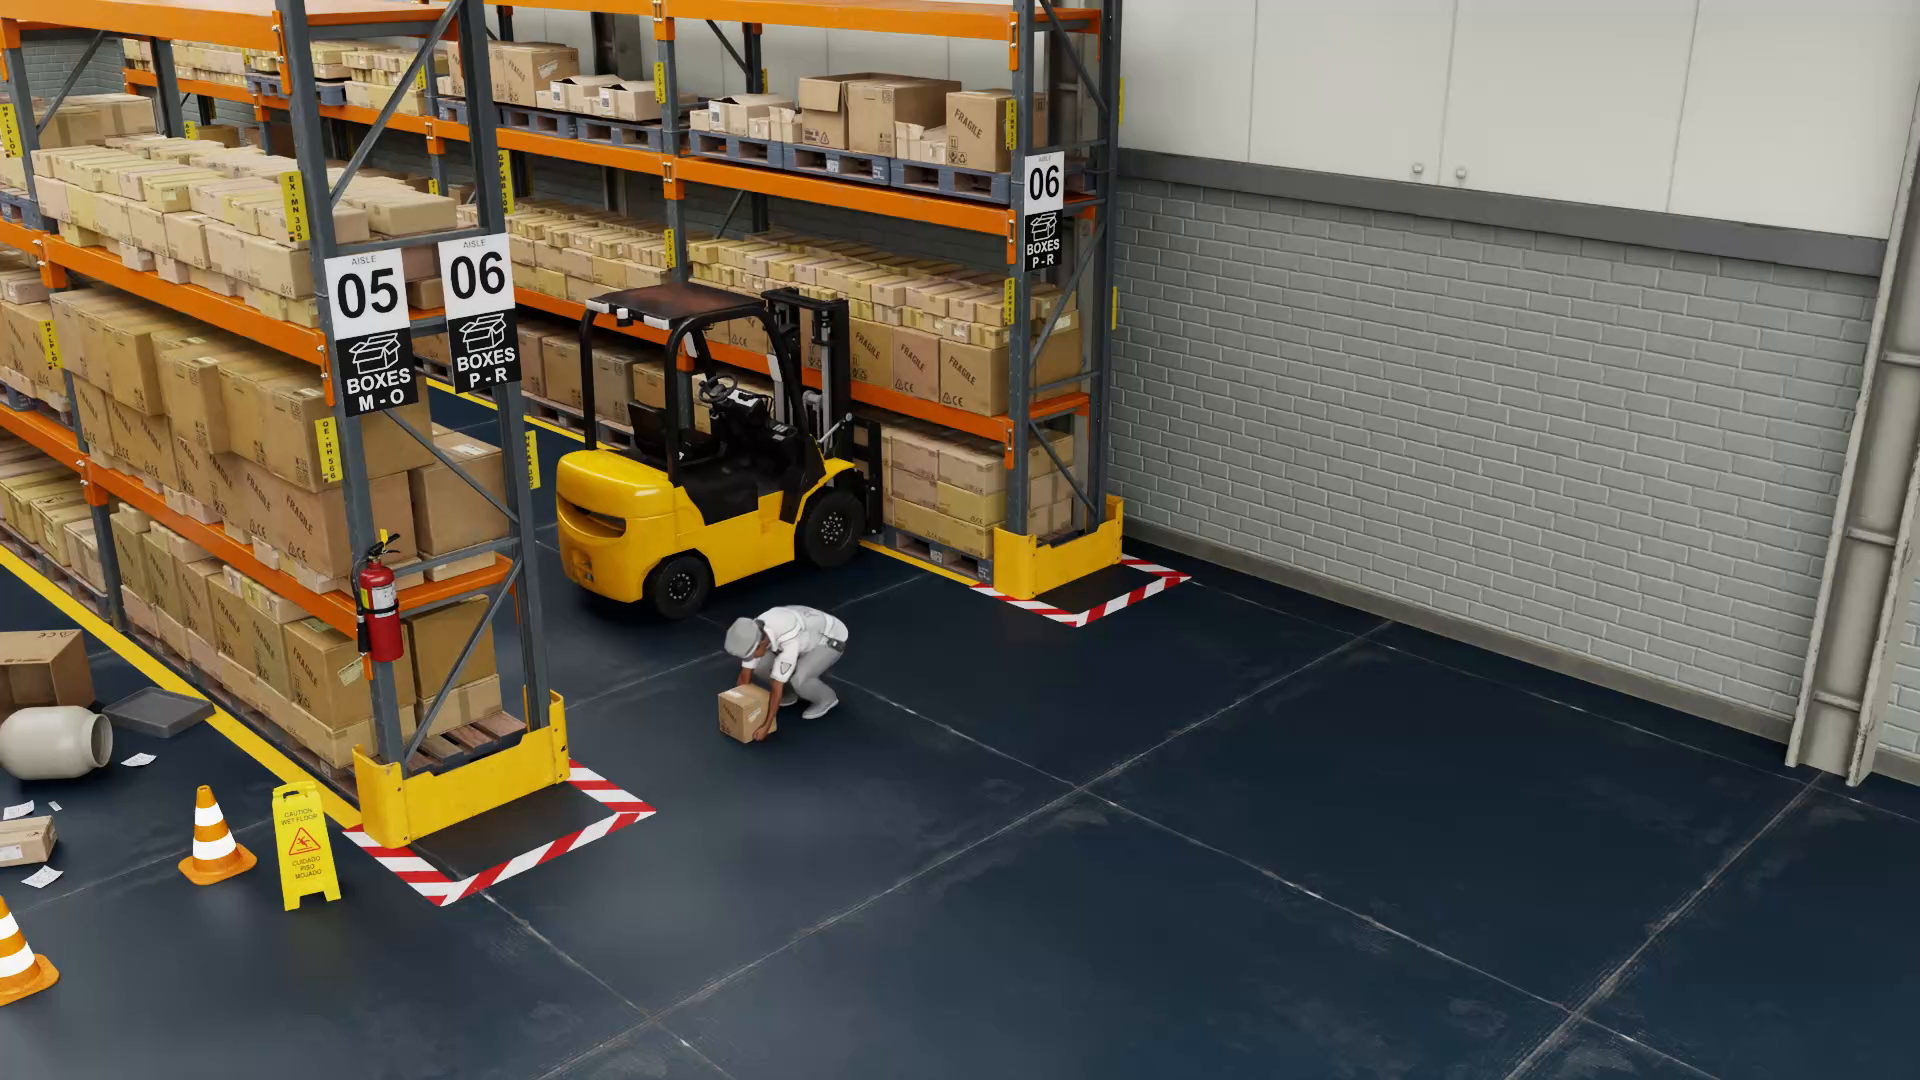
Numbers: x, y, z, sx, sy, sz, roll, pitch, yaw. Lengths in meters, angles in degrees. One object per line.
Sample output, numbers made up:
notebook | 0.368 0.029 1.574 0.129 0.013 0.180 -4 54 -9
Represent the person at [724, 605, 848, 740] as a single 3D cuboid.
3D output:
person | -1.095 0.764 10.383 0.464 0.807 0.911 18 27 40
